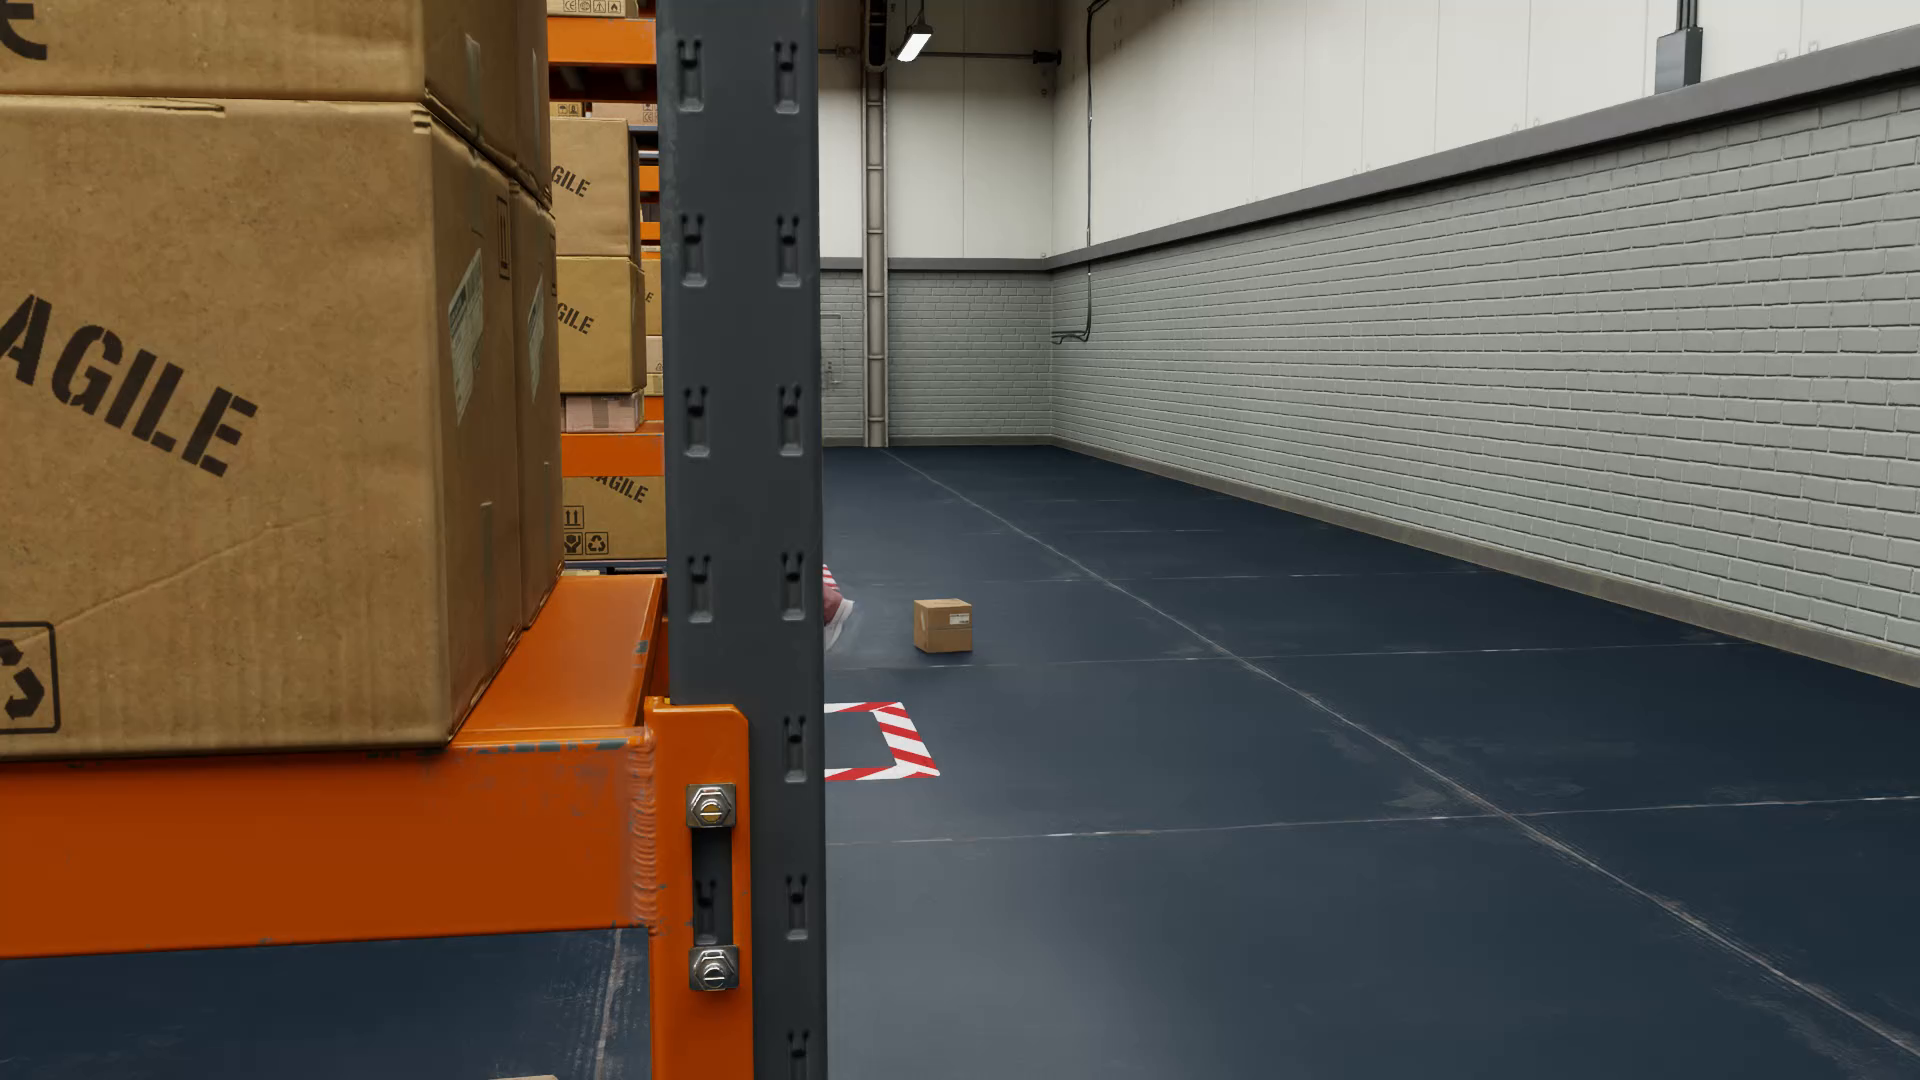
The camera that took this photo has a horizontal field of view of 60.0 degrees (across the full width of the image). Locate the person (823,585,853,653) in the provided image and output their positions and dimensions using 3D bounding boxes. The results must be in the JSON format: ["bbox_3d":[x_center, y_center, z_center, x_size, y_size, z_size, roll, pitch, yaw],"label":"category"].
[{"bbox_3d":[-0.877,-0.200,8.393,0.658,1.658,0.442,-1,7,-7],"label":"person"}]
